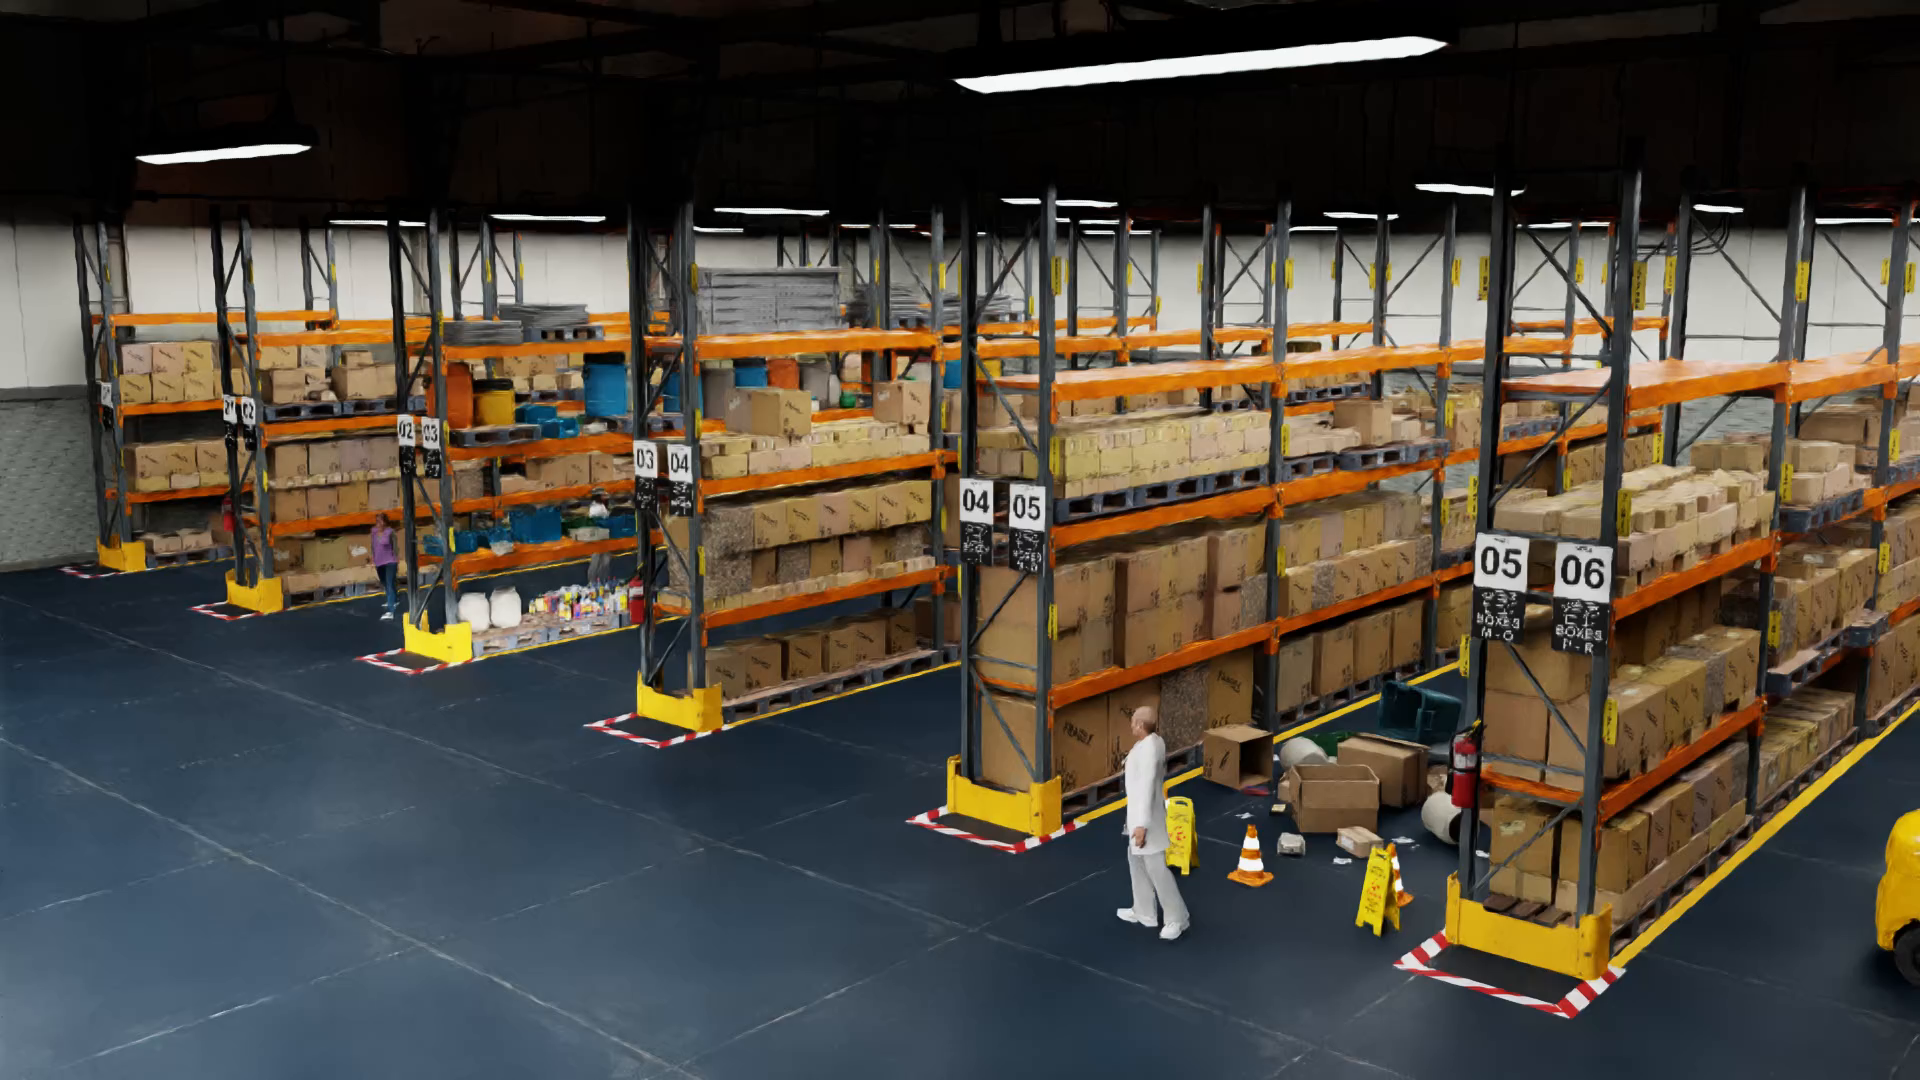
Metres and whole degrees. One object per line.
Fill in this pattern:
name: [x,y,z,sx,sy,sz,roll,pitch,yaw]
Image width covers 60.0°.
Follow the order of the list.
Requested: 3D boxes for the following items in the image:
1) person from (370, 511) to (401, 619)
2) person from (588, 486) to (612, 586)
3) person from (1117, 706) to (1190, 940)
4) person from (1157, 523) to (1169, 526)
person: [-8.475,0.336,24.489,0.481,1.562,0.863,2,10,13]
person: [-5.645,-0.014,26.235,0.422,1.677,0.502,2,10,10]
person: [1.516,2.171,12.961,0.595,1.772,0.693,2,10,12]
person: [2.930,0.161,23.186,0.443,1.781,0.606,2,10,10]
